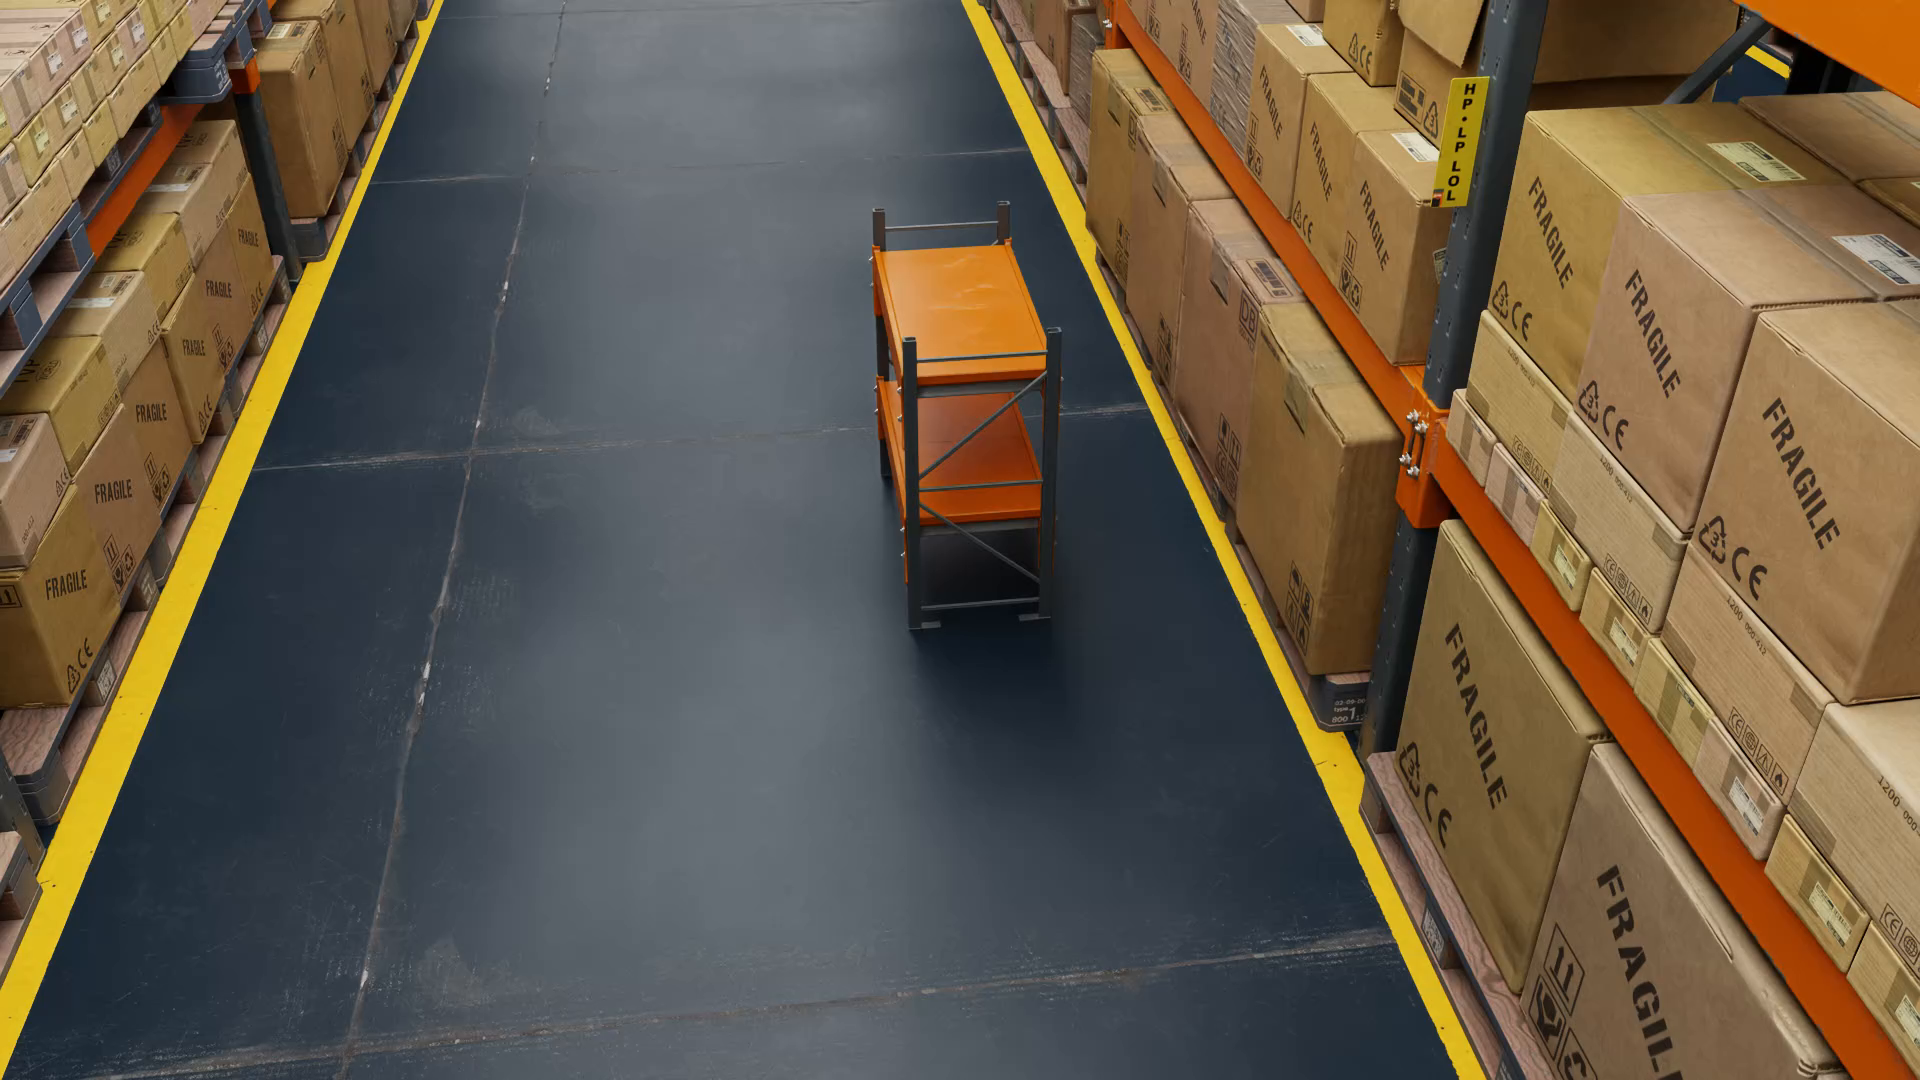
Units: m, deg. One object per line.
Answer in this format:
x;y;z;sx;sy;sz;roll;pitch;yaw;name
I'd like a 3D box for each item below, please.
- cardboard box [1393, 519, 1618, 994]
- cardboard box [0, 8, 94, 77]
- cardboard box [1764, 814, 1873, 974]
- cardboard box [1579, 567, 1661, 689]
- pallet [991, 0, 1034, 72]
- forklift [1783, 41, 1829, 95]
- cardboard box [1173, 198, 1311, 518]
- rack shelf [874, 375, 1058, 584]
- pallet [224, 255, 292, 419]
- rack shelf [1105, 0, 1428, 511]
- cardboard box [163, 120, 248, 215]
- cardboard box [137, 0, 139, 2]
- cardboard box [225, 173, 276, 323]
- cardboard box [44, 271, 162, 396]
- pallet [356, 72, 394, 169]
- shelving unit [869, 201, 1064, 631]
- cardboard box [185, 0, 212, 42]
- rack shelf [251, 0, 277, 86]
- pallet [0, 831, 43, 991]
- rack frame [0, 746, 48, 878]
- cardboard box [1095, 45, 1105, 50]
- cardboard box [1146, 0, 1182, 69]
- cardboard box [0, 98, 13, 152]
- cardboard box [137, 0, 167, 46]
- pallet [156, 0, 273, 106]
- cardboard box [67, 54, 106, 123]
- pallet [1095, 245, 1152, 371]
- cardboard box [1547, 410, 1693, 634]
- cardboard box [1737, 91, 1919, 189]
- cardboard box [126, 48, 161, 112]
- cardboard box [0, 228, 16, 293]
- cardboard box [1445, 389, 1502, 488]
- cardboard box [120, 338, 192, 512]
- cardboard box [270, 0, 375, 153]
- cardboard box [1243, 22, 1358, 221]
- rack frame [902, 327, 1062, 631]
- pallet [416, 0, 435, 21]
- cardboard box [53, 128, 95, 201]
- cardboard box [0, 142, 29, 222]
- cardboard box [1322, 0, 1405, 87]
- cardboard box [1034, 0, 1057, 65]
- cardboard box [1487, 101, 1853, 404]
1.763;0.514;4.346;0.875;0.875;0.875;-4;35;-6;cardboard box
-2.947;-1.537;5.164;0.380;0.149;0.250;-3;34;-5;cardboard box
1.675;0.599;2.930;0.380;0.149;0.250;-5;35;-8;cardboard box
1.572;0.169;3.561;0.380;0.149;0.250;-5;35;-8;cardboard box
0.784;-3.442;11.114;1.003;0.211;1.213;-4;35;-6;pallet
3.736;-1.795;6.281;1.130;2.935;3.031;13;37;19;forklift
1.527;-0.715;6.149;1.225;0.875;0.875;-6;35;-8;cardboard box
0.001;-0.259;6.065;0.538;0.278;1.000;-4;35;-6;rack shelf
-3.609;-0.889;7.367;1.003;0.211;1.213;-4;35;-6;pallet
1.485;-1.384;6.255;1.077;0.370;4.000;-4;35;-6;rack shelf
-3.361;-1.566;7.066;0.500;0.250;0.500;-5;35;-8;cardboard box
-3.060;-1.984;5.820;0.380;0.149;0.250;-4;35;-6;cardboard box
-3.365;-1.271;7.298;0.500;0.500;0.500;-5;35;-7;cardboard box
-3.151;-0.710;5.809;0.500;0.250;0.500;-3;34;-5;cardboard box
-3.905;-2.450;9.658;1.003;0.211;1.213;-4;35;-6;pallet
0.001;-0.461;5.928;0.538;1.125;1.048;-4;35;-6;shelving unit
-3.124;-2.025;6.408;0.380;0.149;0.250;-4;34;-6;cardboard box
-3.982;-3.296;9.062;1.077;0.370;4.000;-4;35;-6;rack shelf
-3.049;1.279;4.186;1.003;0.211;1.213;-4;35;-6;pallet
-3.175;-0.246;3.947;1.000;3.000;0.127;-4;35;-6;rack frame
1.106;-2.318;8.817;0.700;0.500;0.500;-6;35;-9;cardboard box
1.083;-2.259;6.812;0.500;0.500;0.500;-5;35;-8;cardboard box
-2.847;-1.114;4.543;0.380;0.149;0.250;-4;34;-6;cardboard box
-3.055;-1.855;5.894;0.380;0.149;0.250;-5;35;-7;cardboard box
-3.511;-2.009;6.704;1.213;0.211;1.003;-4;35;-6;pallet
-2.953;-1.425;5.263;0.380;0.149;0.250;-5;35;-7;cardboard box
1.247;-1.199;7.822;1.003;0.211;1.213;-4;35;-6;pallet
1.619;-0.066;3.552;0.500;0.250;0.500;-5;35;-7;cardboard box
2.081;-0.699;3.816;0.500;0.500;0.500;-3;34;-5;cardboard box
-3.024;-1.591;5.771;0.380;0.149;0.250;-3;34;-5;cardboard box
-2.815;-0.724;4.499;0.380;0.149;0.250;-4;34;-6;cardboard box
1.464;-0.271;4.207;0.380;0.149;0.250;-4;35;-6;cardboard box
-3.168;-0.405;6.027;0.500;0.500;0.500;-4;34;-6;cardboard box
-3.826;-2.556;8.961;1.050;0.750;0.750;-4;34;-6;cardboard box
1.283;-1.414;5.573;0.500;0.500;0.500;-5;35;-7;cardboard box
0.069;-0.177;5.511;0.500;1.125;0.032;-4;35;-6;rack frame
-4.275;-3.988;11.914;1.003;0.211;1.213;-4;35;-6;pallet
-2.912;-1.146;5.118;0.380;0.149;0.250;-6;35;-8;cardboard box
-2.844;-0.981;4.612;0.380;0.149;0.250;-4;34;-5;cardboard box
1.579;-1.760;5.190;0.797;0.503;0.637;-4;34;-6;cardboard box
0.860;-3.254;10.190;0.700;0.500;0.500;-7;35;-10;cardboard box
1.565;-0.649;3.742;0.500;0.500;0.500;-4;35;-6;cardboard box
